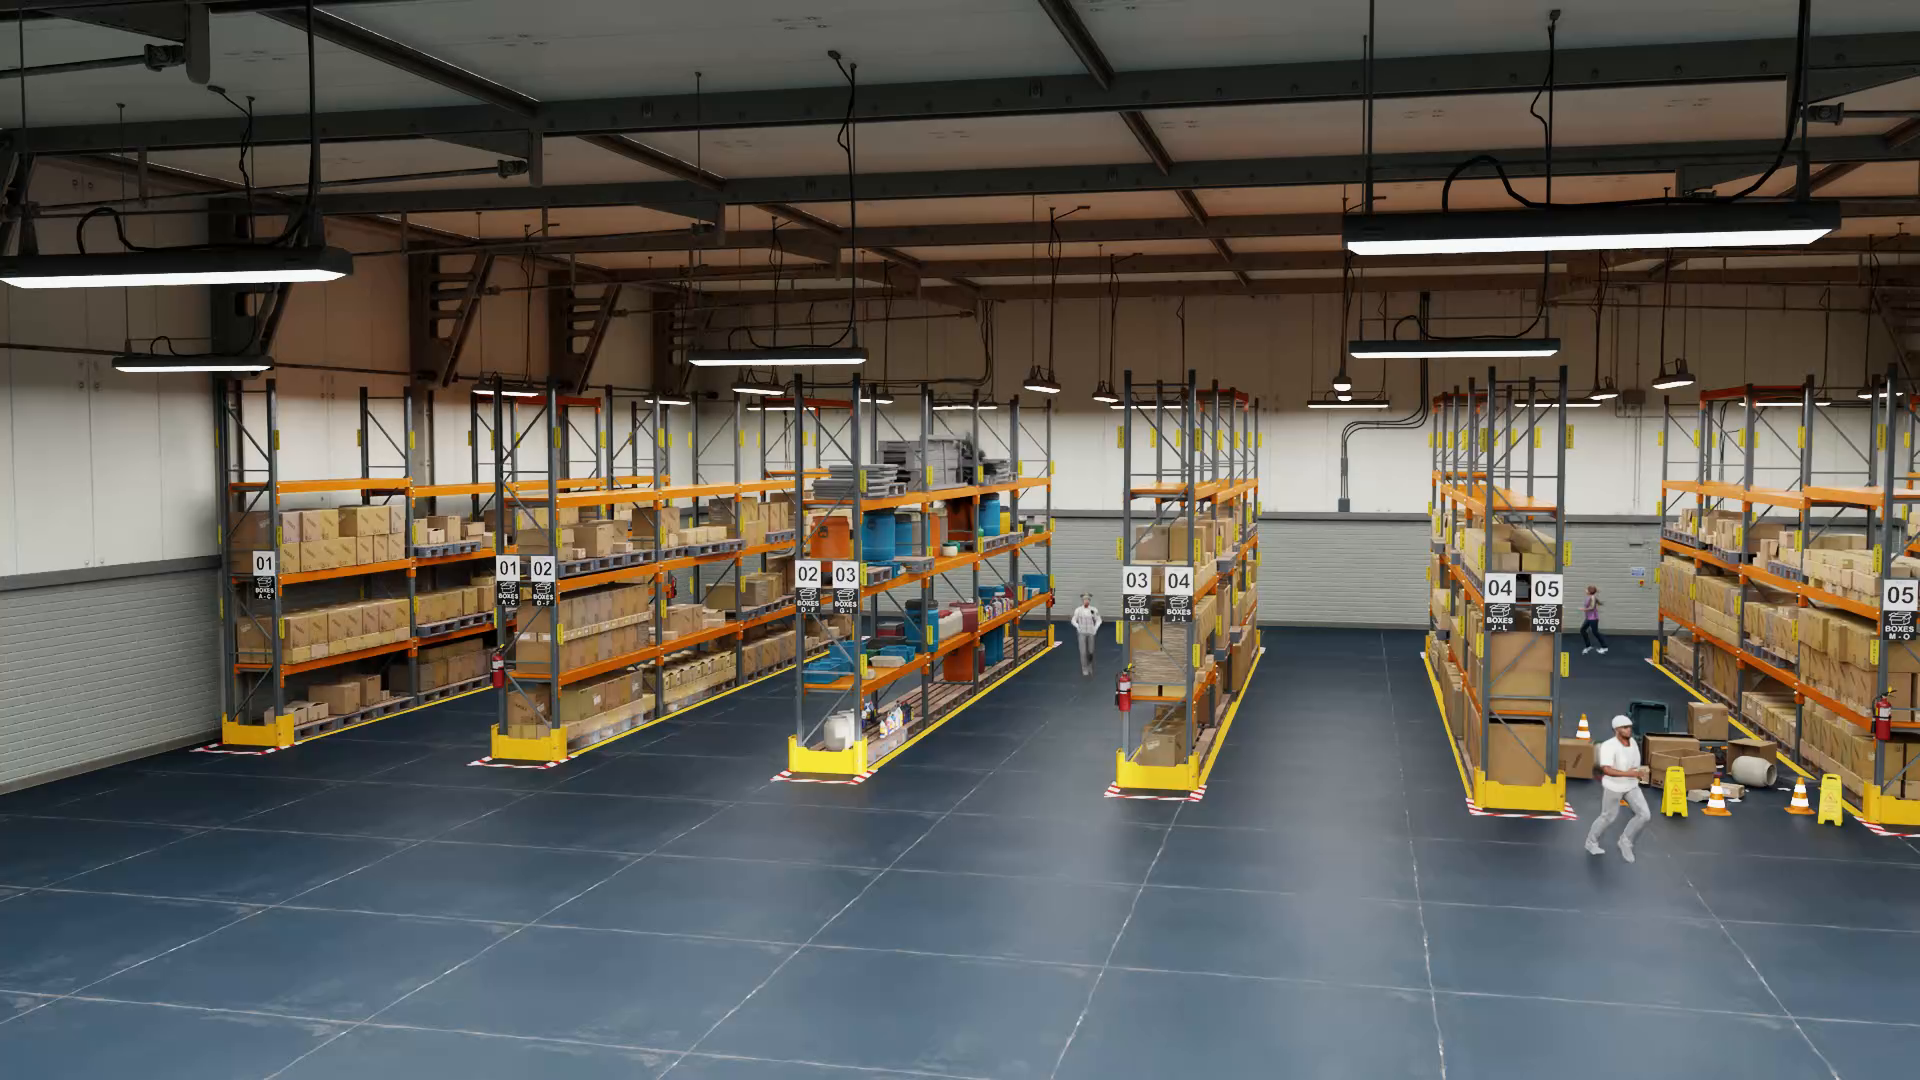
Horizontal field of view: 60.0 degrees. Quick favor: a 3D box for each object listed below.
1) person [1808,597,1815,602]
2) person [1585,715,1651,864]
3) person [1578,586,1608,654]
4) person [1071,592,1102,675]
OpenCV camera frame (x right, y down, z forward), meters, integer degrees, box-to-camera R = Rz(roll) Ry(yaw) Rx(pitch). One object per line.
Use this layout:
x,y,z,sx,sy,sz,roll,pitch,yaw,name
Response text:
17.418,2.075,34.182,0.632,1.853,0.783,0,3,-2,person
7.834,2.936,19.679,0.710,1.755,0.860,-1,4,-23,person
14.776,1.876,38.791,0.692,1.630,0.511,1,4,12,person
2.533,1.882,33.320,0.610,1.664,0.506,0,3,4,person
